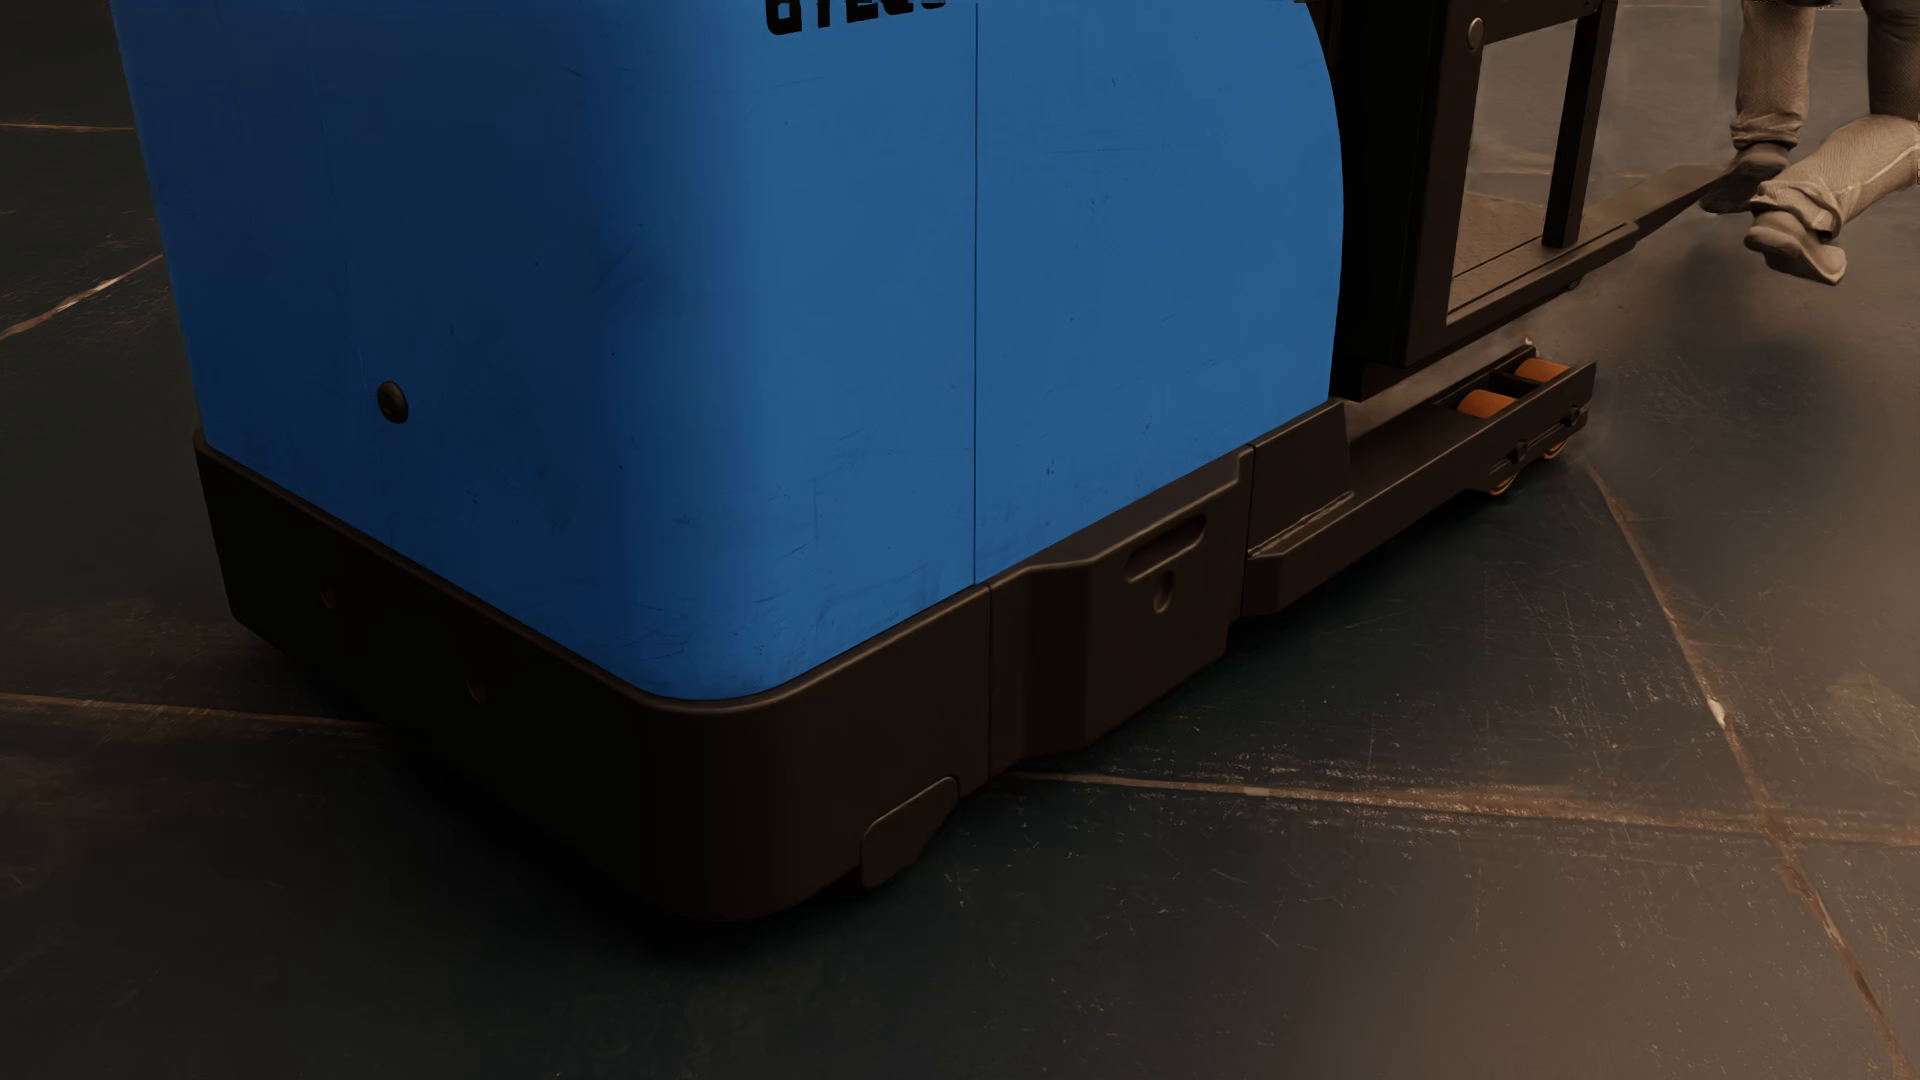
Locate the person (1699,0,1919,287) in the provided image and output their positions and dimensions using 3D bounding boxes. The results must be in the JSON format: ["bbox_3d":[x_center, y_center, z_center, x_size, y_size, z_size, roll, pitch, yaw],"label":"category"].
[{"bbox_3d":[1.536,-1.344,3.375,1.055,1.516,0.882,13,29,24],"label":"person"}]

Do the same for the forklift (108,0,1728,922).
[{"bbox_3d":[0.405,-1.517,2.258,1.130,2.935,3.031,22,34,37],"label":"forklift"}]
